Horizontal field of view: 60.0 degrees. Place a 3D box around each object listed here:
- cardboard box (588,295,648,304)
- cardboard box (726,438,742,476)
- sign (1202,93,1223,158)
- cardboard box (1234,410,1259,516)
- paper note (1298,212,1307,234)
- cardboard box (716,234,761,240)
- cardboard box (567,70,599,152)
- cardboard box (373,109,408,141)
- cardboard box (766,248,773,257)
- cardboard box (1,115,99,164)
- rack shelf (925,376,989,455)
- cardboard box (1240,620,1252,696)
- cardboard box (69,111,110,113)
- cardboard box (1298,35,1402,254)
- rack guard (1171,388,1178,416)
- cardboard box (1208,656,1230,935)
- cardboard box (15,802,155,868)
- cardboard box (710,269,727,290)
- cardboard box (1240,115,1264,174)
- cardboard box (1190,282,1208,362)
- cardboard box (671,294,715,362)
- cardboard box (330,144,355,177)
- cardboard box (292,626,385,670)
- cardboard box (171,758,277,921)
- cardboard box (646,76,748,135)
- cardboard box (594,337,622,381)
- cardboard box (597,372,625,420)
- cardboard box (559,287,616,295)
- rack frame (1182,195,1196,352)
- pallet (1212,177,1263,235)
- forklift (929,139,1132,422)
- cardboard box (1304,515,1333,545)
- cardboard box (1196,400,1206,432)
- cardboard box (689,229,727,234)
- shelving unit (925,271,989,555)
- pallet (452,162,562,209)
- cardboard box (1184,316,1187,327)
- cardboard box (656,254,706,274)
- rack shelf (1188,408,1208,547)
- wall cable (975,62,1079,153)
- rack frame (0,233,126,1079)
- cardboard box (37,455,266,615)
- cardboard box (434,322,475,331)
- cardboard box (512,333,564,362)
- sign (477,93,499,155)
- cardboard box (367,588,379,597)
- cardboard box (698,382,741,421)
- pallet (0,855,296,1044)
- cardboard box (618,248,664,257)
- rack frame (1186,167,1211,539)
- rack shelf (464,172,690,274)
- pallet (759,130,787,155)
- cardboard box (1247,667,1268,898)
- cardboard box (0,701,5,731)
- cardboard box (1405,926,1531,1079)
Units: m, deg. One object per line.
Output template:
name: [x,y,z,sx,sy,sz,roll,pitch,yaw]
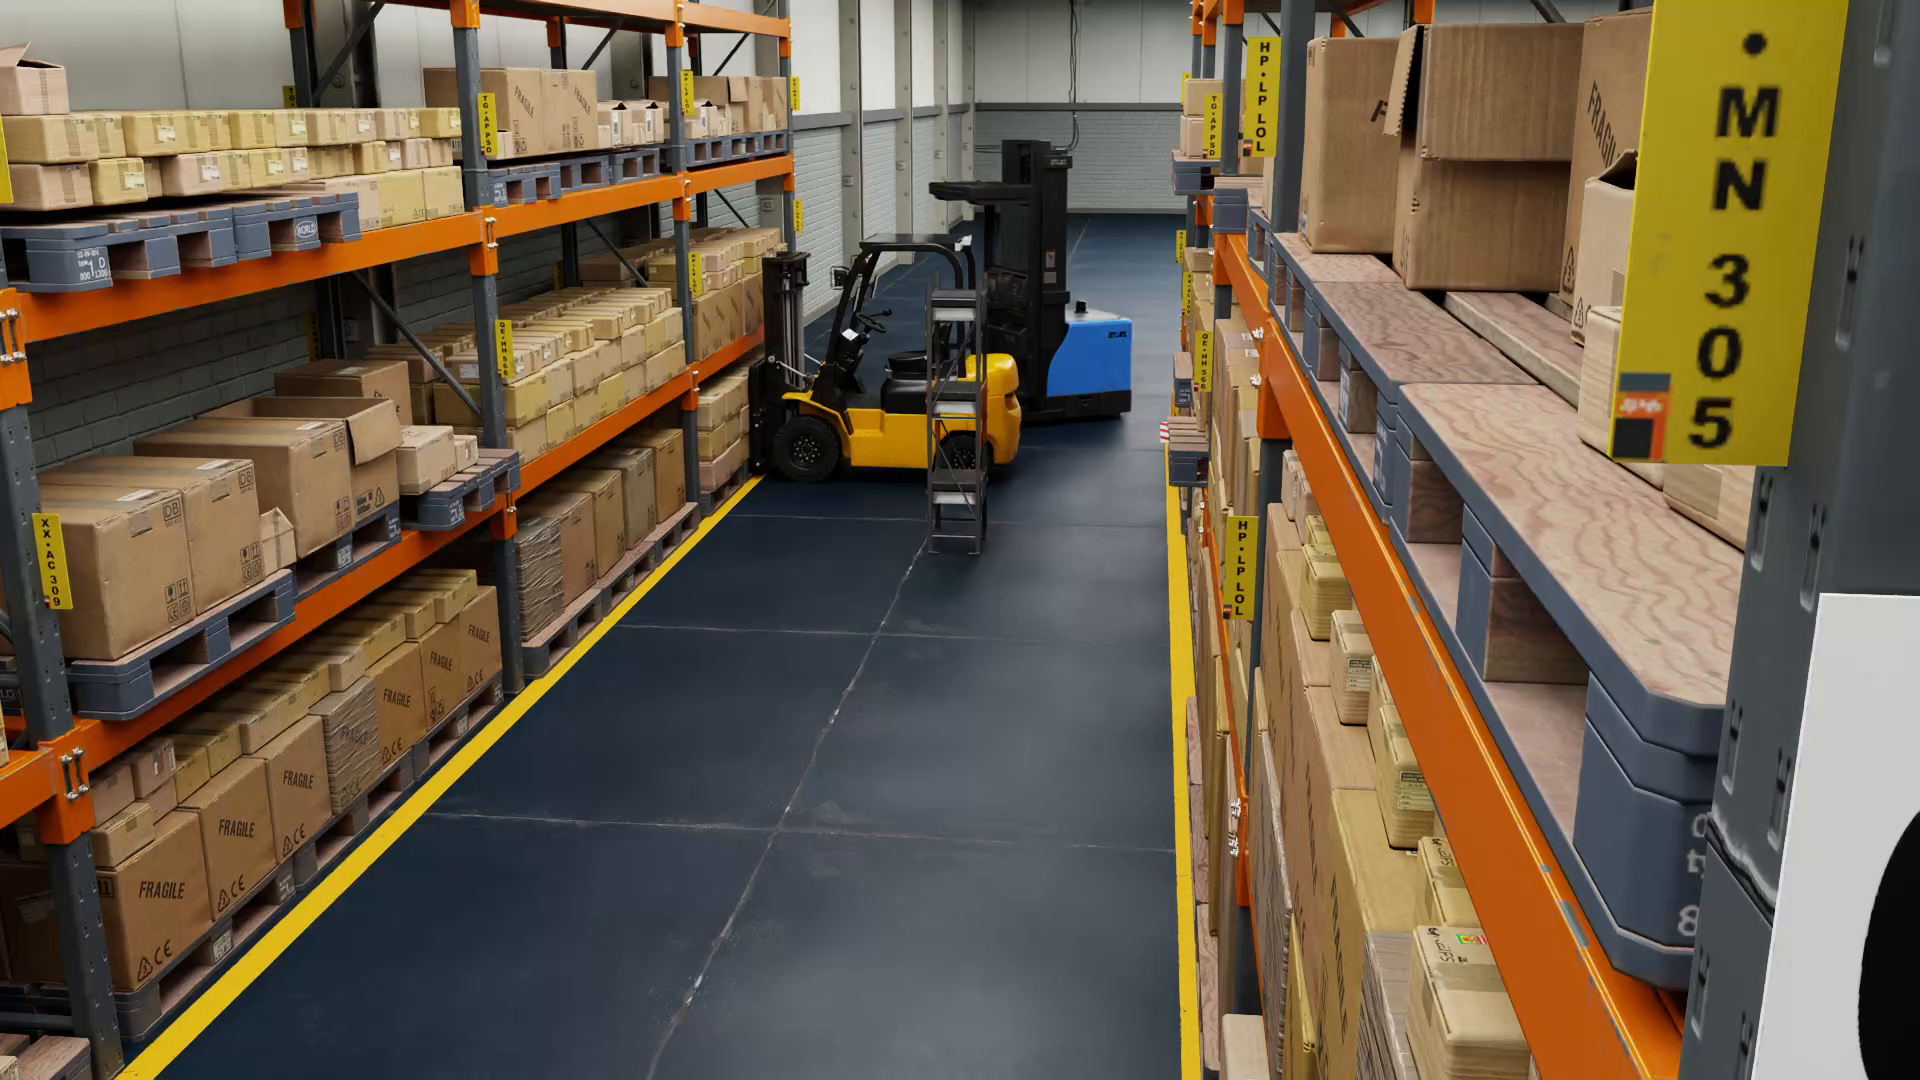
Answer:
cardboard box: [-2.547,-1.736,12.402,0.380,0.149,0.250,2,15,6]
cardboard box: [-2.213,-0.722,14.551,0.500,0.250,0.500,1,15,5]
sign: [1.304,-2.131,8.558,0.100,0.325,0.005,2,15,6]
cardboard box: [1.243,-0.168,5.929,0.500,0.500,0.500,2,15,7]
paper note: [0.599,-0.556,2.914,0.006,0.032,0.123,2,15,6]
cardboard box: [-2.119,-2.847,15.939,0.380,0.149,0.250,2,15,7]
cardboard box: [-2.651,-2.754,10.665,0.500,0.500,0.500,2,15,8]
cardboard box: [-2.949,-2.040,8.167,0.380,0.149,0.250,1,15,4]
cardboard box: [-2.037,-2.767,16.215,0.380,0.149,0.250,2,15,7]
cardboard box: [-3.071,-1.310,5.430,0.380,0.149,0.250,2,15,8]
rack shelf: [-0.019,-0.957,12.733,0.431,0.518,0.480,2,15,6]
cardboard box: [1.200,0.330,5.523,0.500,0.250,0.500,2,15,6]
cardboard box: [-3.503,-1.594,6.479,0.380,0.149,0.250,1,15,5]
cardboard box: [1.116,-0.980,4.106,0.500,0.500,0.500,2,15,7]
rack guard: [2.737,-1.265,16.883,1.175,0.500,0.348,2,15,6]
cardboard box: [1.476,1.046,6.813,0.875,0.875,0.875,2,15,8]
cardboard box: [-3.236,1.081,6.158,0.380,0.149,0.250,2,15,9]
cardboard box: [-2.210,-2.233,14.239,0.380,0.149,0.250,2,15,7]
cardboard box: [1.960,-2.158,9.459,0.700,0.500,0.500,2,15,6]
cardboard box: [1.831,-1.478,11.314,0.500,0.500,0.500,2,15,6]
cardboard box: [-2.329,-1.755,13.714,0.500,0.500,0.500,1,15,5]
cardboard box: [-3.056,-1.768,7.730,0.380,0.149,0.250,2,15,7]
cardboard box: [-3.070,0.535,8.178,0.380,0.149,0.250,1,15,5]
cardboard box: [-3.212,1.222,6.879,0.500,0.500,0.500,1,15,6]
cardboard box: [-2.314,-3.850,14.714,0.797,0.503,0.637,2,15,8]
cardboard box: [-2.630,-1.237,11.319,0.500,0.250,0.500,2,15,7]
cardboard box: [-2.624,-0.996,11.386,0.500,0.250,0.500,2,15,8]
cardboard box: [-2.891,-1.876,12.918,0.380,0.149,0.250,1,15,5]
rack frame: [2.746,-2.491,16.629,1.000,3.000,0.127,2,15,6]
pallet: [1.823,-1.605,7.966,1.213,0.211,1.003,2,15,9]
forklift: [0.300,-2.703,17.542,3.031,2.935,1.130,-7,17,-24]
cardboard box: [1.009,0.048,3.888,0.380,0.149,0.250,2,15,6]
cardboard box: [1.588,-0.728,9.786,0.380,0.149,0.250,2,15,6]
cardboard box: [-2.529,-2.994,16.483,0.380,0.149,0.250,2,15,8]
shelving unit: [-0.019,-0.971,12.729,0.431,2.100,0.503,2,15,6]
pallet: [-3.102,-2.097,9.787,1.213,0.211,1.003,2,15,9]
cardboard box: [2.302,-2.091,15.631,0.380,0.149,0.250,2,15,7]
cardboard box: [-2.348,-2.315,13.973,0.380,0.149,0.250,1,15,5]
rack shelf: [2.069,-0.588,10.968,1.077,0.370,4.000,2,15,6]
wall cable: [1.871,-12.386,47.676,3.097,2.526,0.112,2,15,6]
rack frame: [-3.541,0.476,5.656,1.000,3.000,0.127,2,15,6]
cardboard box: [-3.206,-0.029,6.525,0.700,0.500,0.500,2,15,7]
cardboard box: [-3.235,-1.348,10.968,0.380,0.149,0.250,1,15,5]
cardboard box: [-2.712,-1.202,10.427,0.380,0.149,0.250,2,15,7]
sign: [-2.551,-2.243,8.973,0.100,0.325,0.005,2,15,6]
cardboard box: [-3.458,0.255,9.214,0.380,0.149,0.250,2,15,9]
cardboard box: [-2.204,-1.206,14.423,0.500,0.250,0.500,2,15,6]
pallet: [-3.487,1.610,6.805,1.003,0.211,1.213,2,15,6]
cardboard box: [-2.801,-2.462,14.517,0.380,0.149,0.250,1,15,5]
rack frame: [2.294,-1.454,12.793,1.000,3.000,0.127,2,15,6]
rack shelf: [-2.864,-2.181,11.114,1.077,0.370,4.000,2,15,6]
pallet: [-2.292,-3.859,16.111,1.003,0.211,1.213,2,15,6]
cardboard box: [1.078,0.687,4.685,0.500,0.500,0.500,2,15,8]
cardboard box: [-3.356,0.544,5.122,0.500,0.250,0.500,2,15,8]
cardboard box: [0.732,0.579,1.923,0.380,0.149,0.250,2,15,6]
